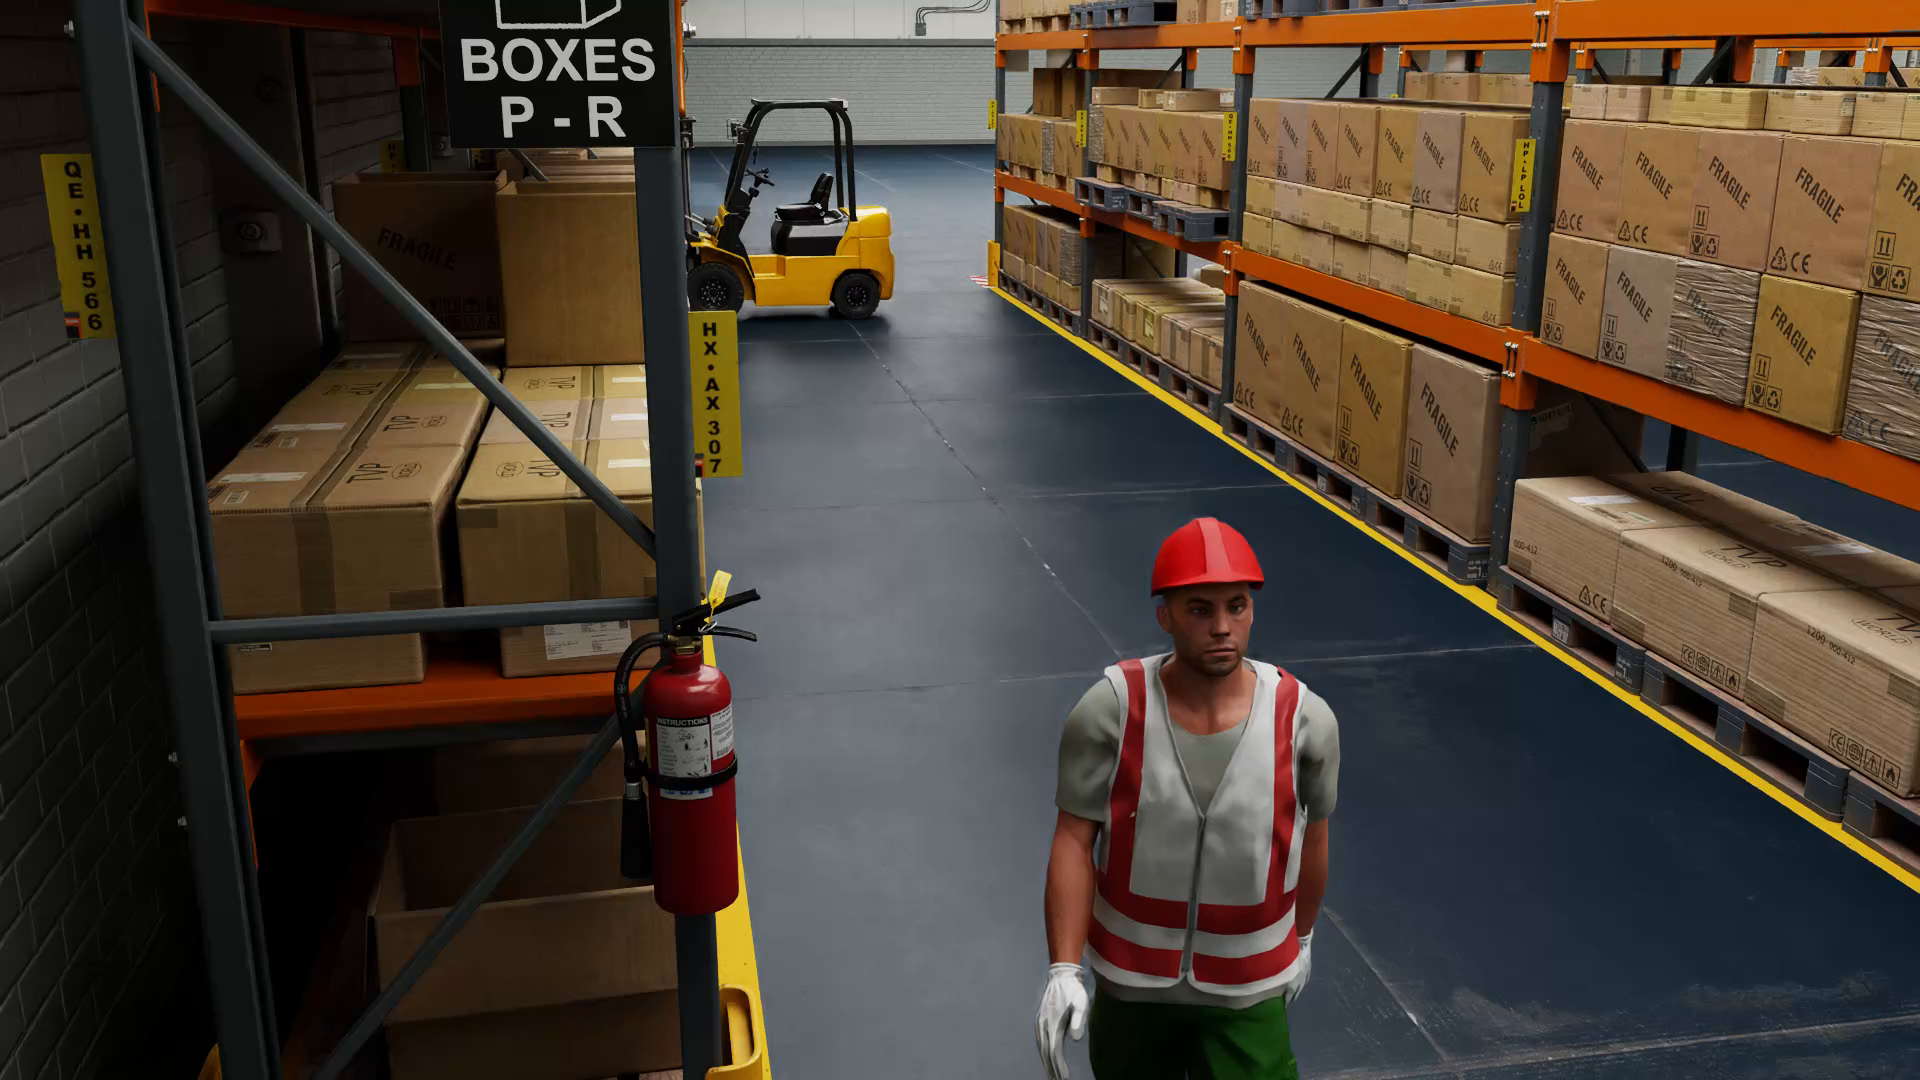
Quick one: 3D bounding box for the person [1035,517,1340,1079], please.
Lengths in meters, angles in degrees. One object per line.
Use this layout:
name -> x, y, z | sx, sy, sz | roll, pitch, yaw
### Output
person -> 0.414, 0.834, 3.066 | 0.530, 1.722, 1.021 | 3, 16, 10
